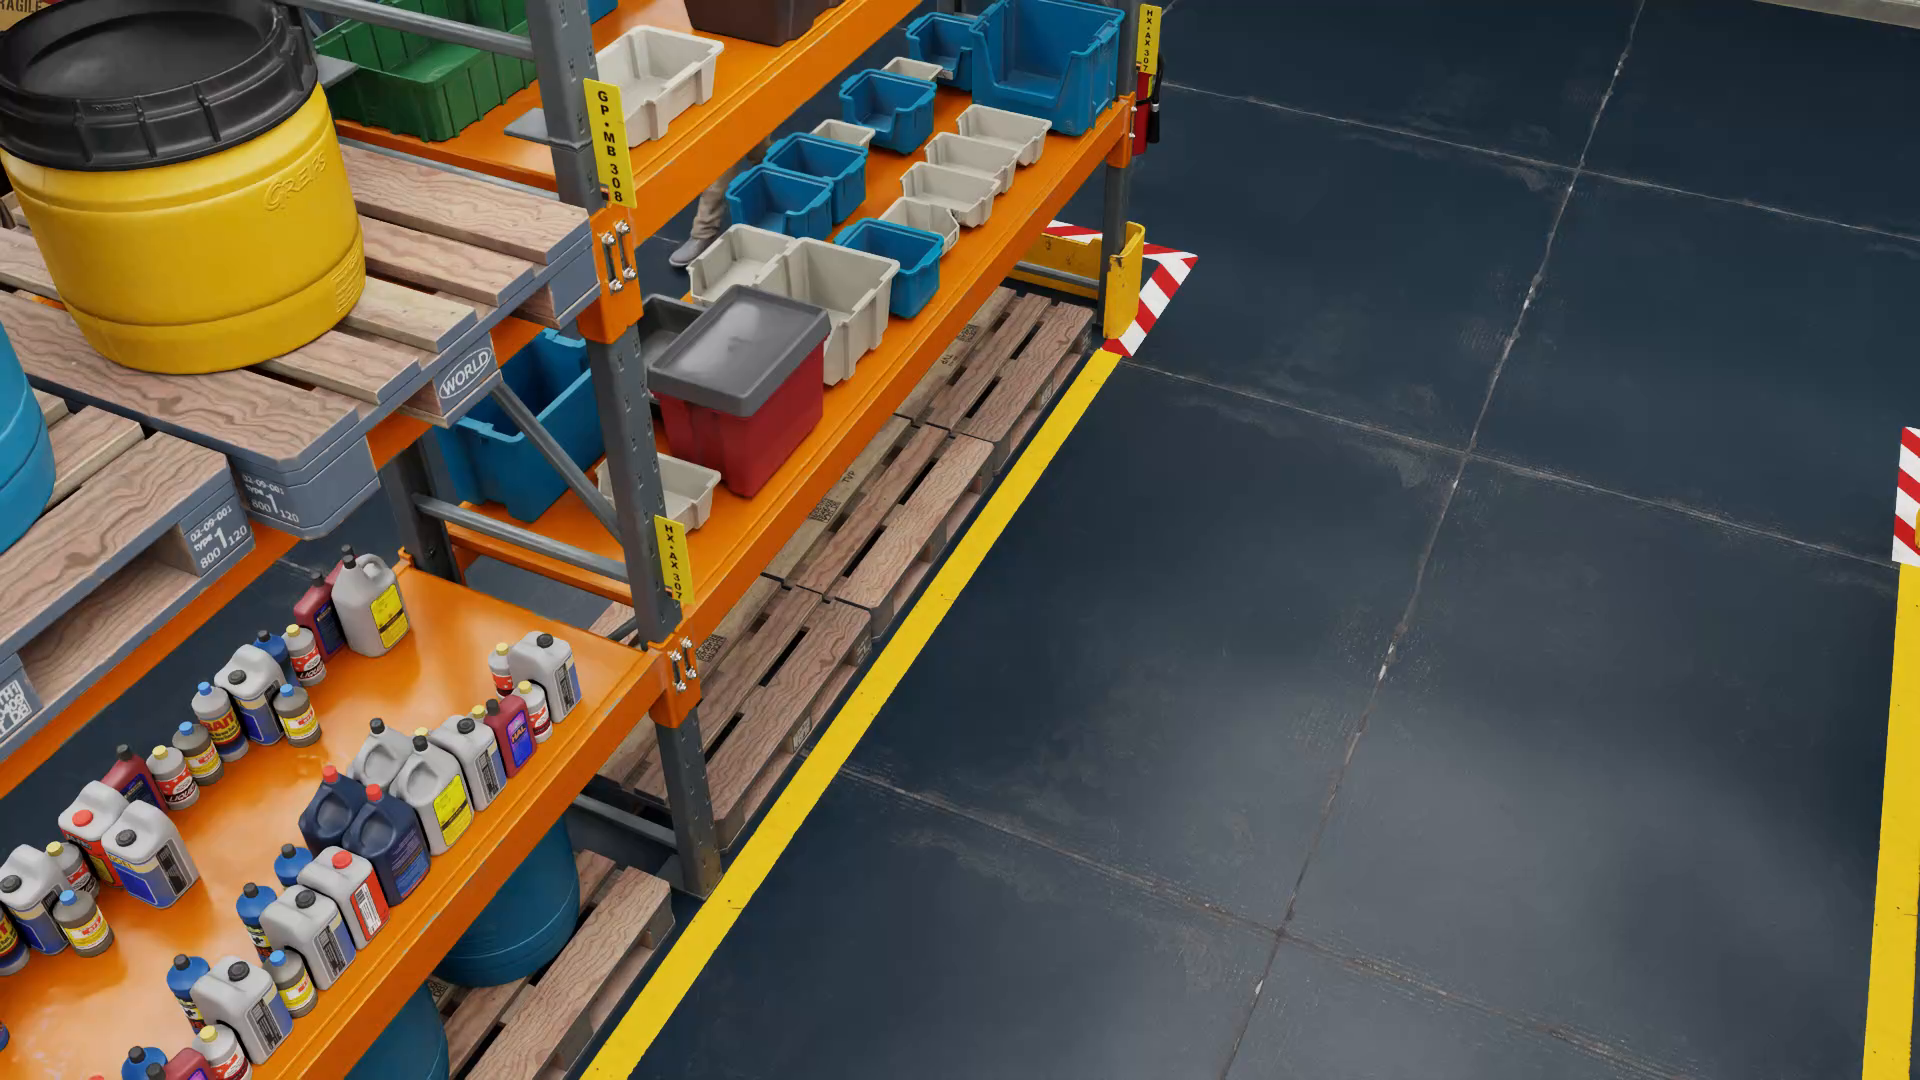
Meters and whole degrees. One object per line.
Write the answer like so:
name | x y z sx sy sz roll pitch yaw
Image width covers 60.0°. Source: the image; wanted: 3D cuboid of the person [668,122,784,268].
person | -1.280 -2.388 8.853 0.642 1.655 1.073 29 49 28
